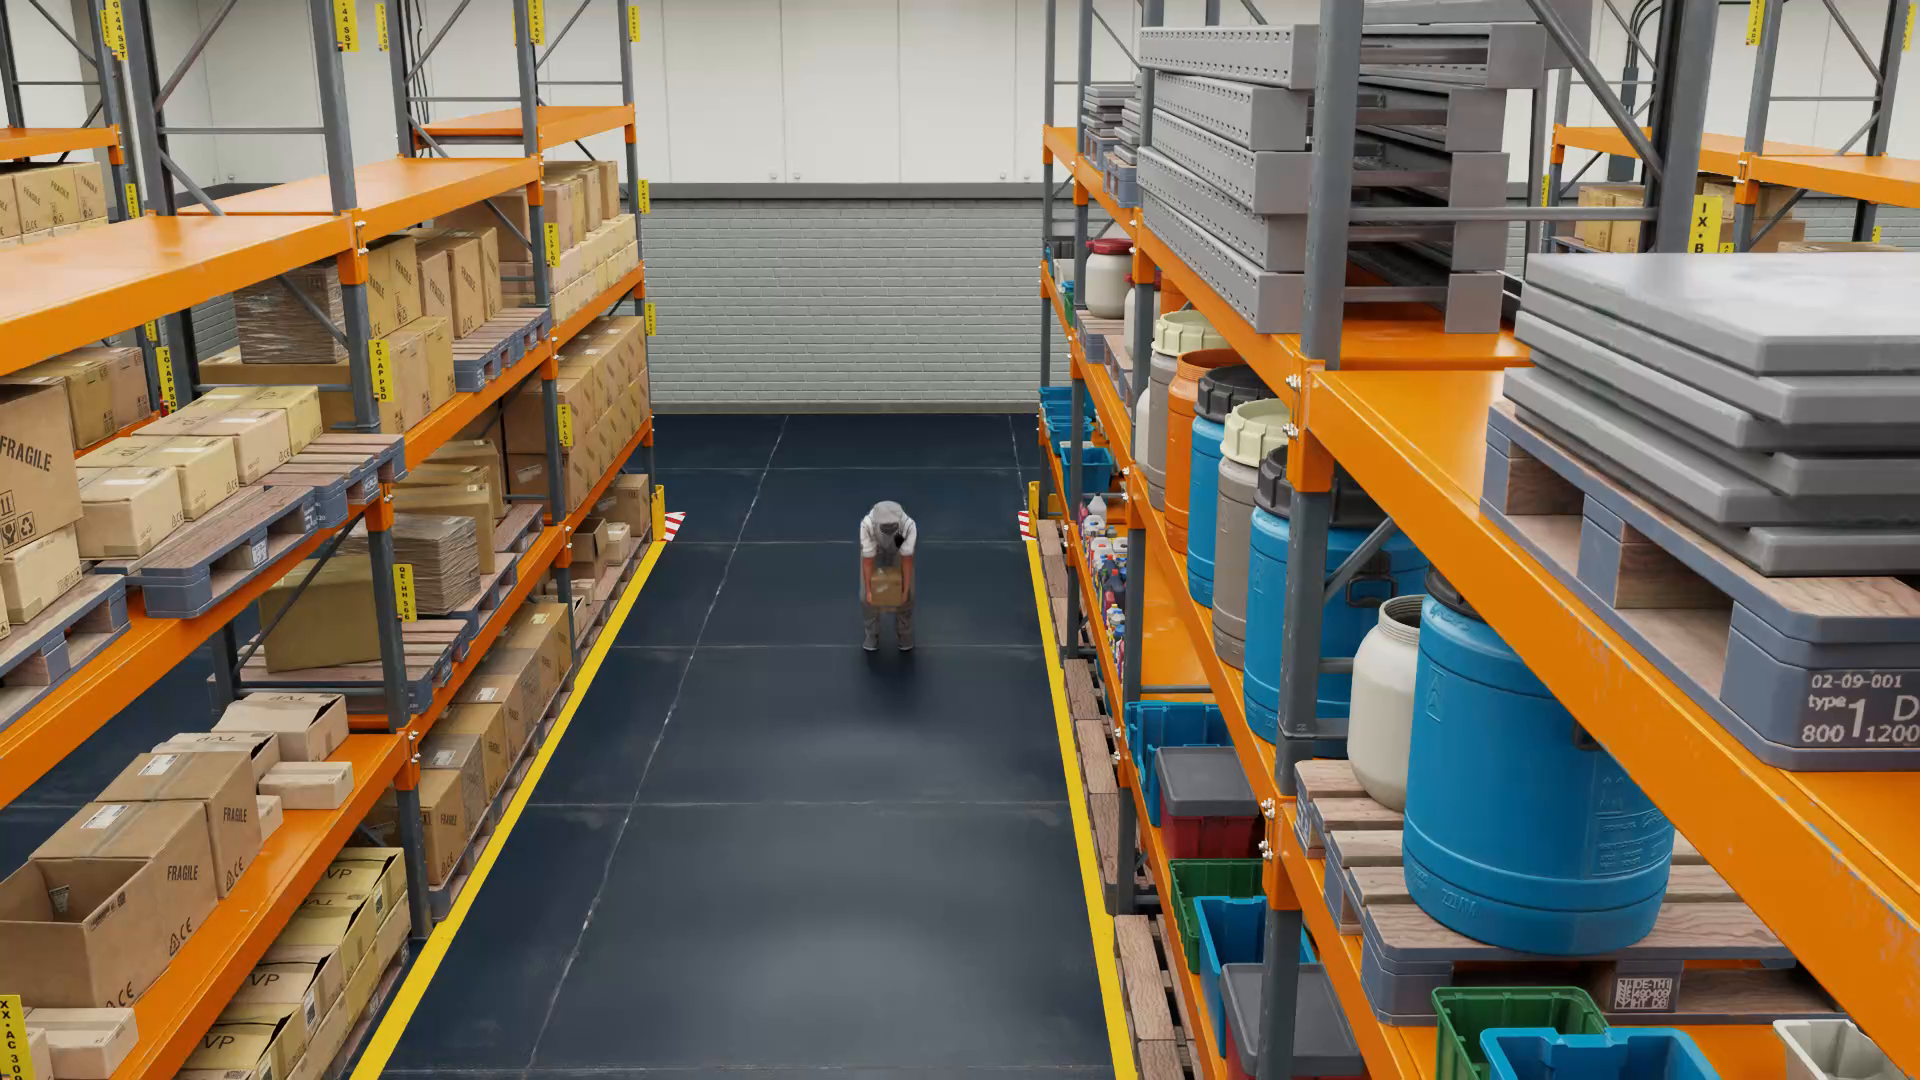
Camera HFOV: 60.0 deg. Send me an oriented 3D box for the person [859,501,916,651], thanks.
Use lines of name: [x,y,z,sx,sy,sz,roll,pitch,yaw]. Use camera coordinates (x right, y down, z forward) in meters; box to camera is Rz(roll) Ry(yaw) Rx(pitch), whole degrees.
person: [-0.600,0.281,13.705,0.482,1.412,0.964,-1,17,-2]
